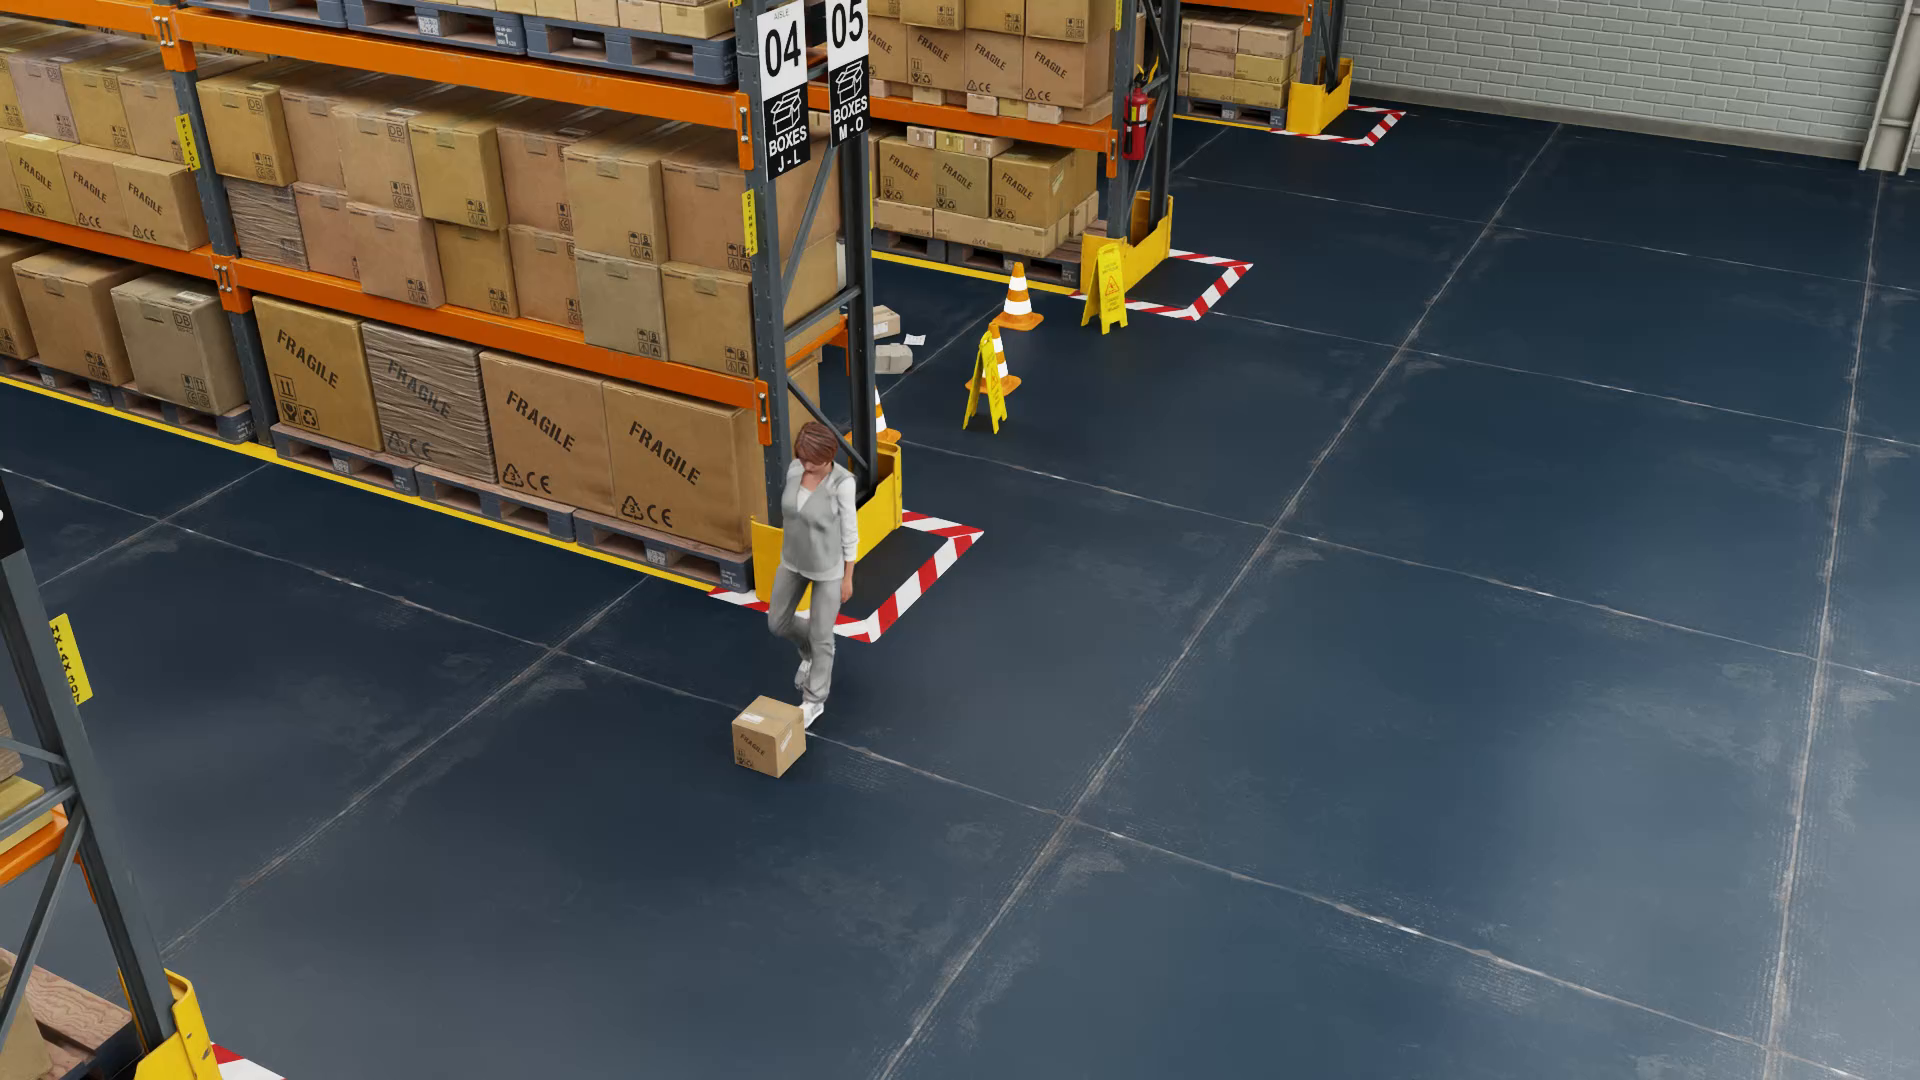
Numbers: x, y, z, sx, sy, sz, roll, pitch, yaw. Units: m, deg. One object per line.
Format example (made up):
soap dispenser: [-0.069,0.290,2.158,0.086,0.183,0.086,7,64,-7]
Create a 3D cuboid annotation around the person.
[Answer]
person: [-0.716,0.154,7.980,0.442,1.585,0.518,18,35,28]
